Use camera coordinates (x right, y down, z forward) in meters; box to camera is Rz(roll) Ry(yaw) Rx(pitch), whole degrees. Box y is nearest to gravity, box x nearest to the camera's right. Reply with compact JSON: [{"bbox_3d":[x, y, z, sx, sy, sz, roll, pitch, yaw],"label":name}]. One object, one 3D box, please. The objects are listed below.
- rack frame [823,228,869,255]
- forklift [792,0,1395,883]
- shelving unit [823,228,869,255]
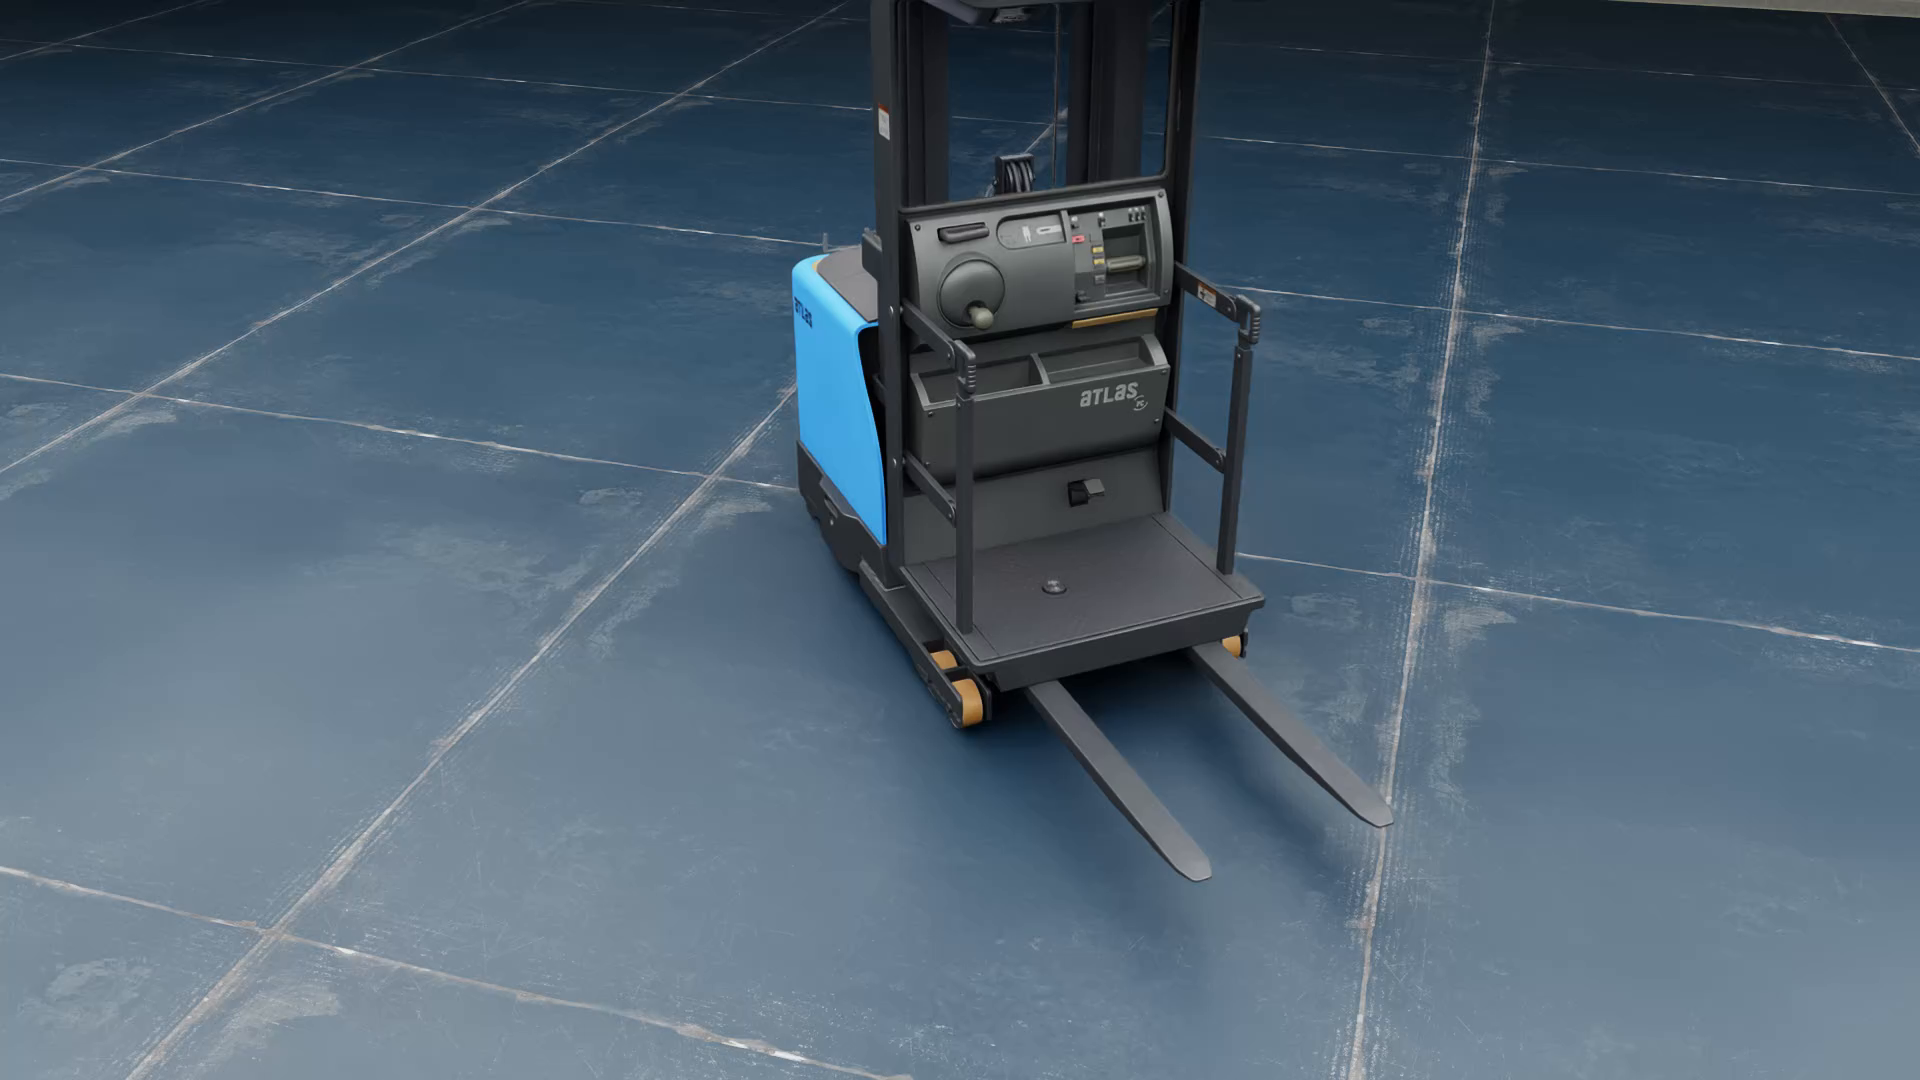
[{"bbox_3d":[-0.473,-0.822,7.148,0.200,1.050,0.008,-12,31,-20],"label":"rack frame"},{"bbox_3d":[0.365,-0.882,5.321,1.130,2.935,3.031,-12,31,-20],"label":"forklift"},{"bbox_3d":[-0.425,-0.768,7.050,0.215,1.050,0.252,-12,31,-20],"label":"shelving unit"}]
